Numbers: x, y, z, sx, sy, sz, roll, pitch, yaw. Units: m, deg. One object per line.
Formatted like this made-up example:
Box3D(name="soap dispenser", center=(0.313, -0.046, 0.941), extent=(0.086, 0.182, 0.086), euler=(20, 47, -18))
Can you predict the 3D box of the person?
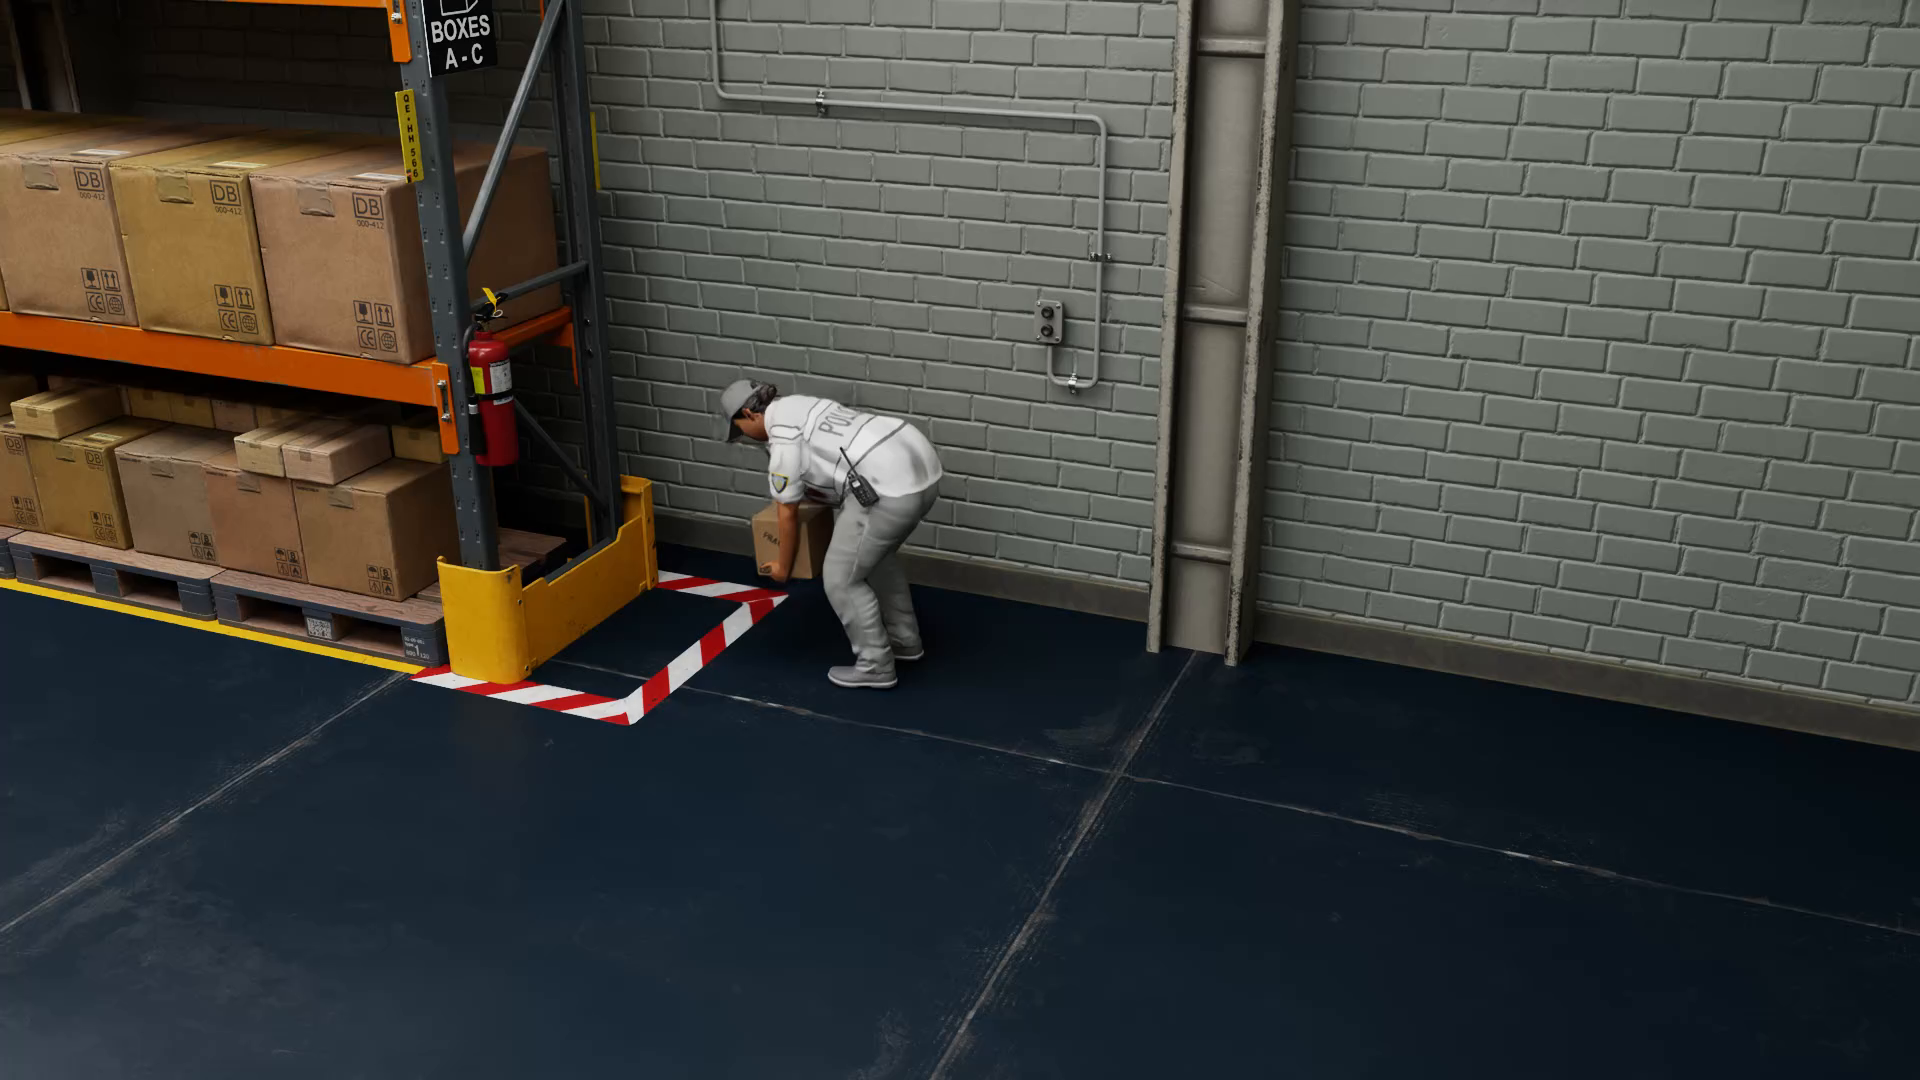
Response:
Box3D(name="person", center=(-0.533, -0.040, 6.796), extent=(0.922, 1.204, 0.462), euler=(8, 24, 19))
